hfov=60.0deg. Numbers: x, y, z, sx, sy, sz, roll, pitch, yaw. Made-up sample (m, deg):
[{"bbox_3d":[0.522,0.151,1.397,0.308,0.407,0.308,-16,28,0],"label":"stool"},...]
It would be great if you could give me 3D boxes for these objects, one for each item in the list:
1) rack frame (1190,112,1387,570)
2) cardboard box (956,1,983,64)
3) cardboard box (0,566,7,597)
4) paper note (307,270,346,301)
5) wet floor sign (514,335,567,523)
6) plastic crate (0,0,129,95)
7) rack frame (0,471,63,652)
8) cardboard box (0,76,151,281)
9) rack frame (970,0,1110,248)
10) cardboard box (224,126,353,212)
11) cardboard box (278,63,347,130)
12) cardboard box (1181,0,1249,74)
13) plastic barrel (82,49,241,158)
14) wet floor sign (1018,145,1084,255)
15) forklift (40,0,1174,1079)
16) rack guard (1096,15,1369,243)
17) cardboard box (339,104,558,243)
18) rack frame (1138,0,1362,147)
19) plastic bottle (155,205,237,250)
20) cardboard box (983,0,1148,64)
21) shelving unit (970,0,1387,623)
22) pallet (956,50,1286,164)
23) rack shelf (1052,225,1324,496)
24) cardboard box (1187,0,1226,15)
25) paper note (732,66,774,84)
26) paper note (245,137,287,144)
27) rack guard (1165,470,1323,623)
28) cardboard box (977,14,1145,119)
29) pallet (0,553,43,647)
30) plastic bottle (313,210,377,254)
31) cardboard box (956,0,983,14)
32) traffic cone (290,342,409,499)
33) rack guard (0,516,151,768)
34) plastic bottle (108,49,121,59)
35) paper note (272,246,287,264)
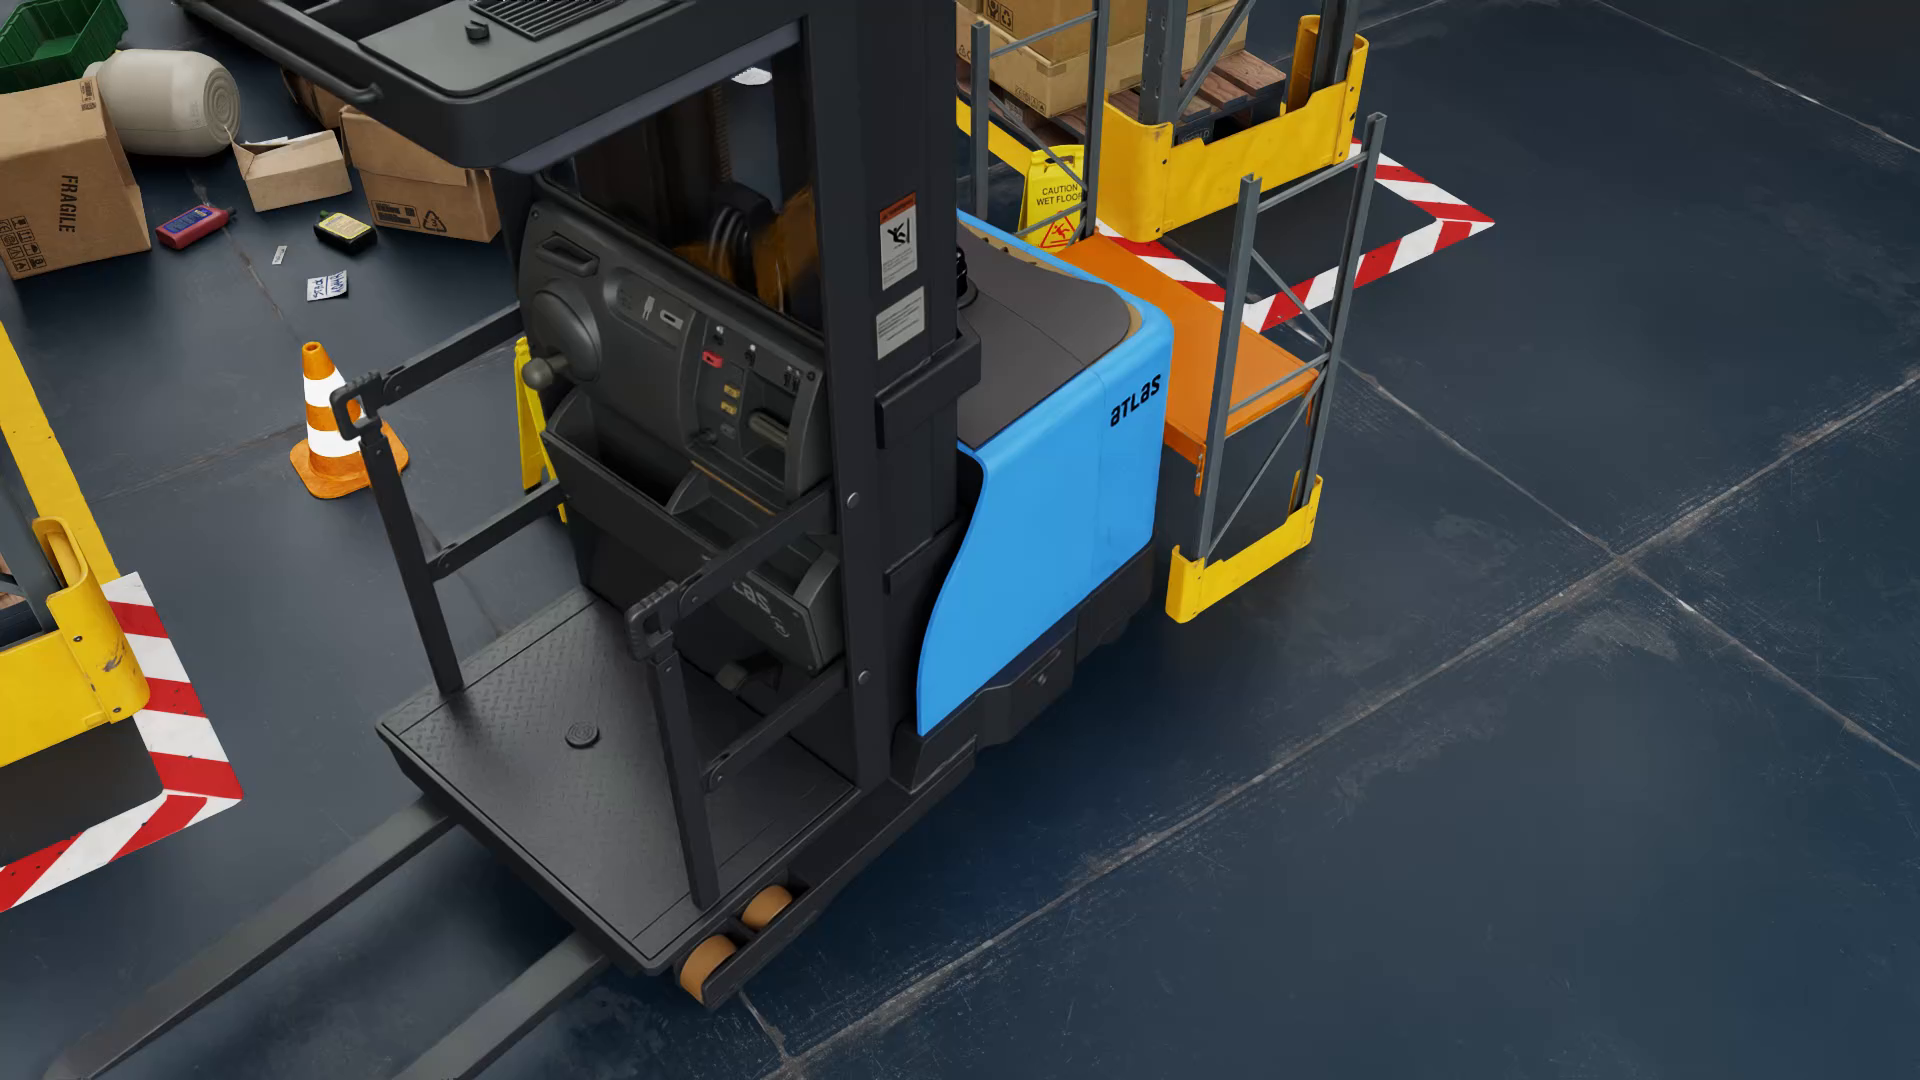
[{"bbox_3d":[0.876,-0.427,4.611,0.500,1.500,0.032,-29,51,-27],"label":"rack frame"},{"bbox_3d":[0.138,-2.312,7.187,0.500,0.250,0.500,-26,49,-24],"label":"cardboard box"},{"bbox_3d":[-3.333,-0.236,4.559,0.875,0.875,0.875,-25,49,-24],"label":"cardboard box"},{"bbox_3d":[-2.372,-0.955,6.229,0.144,0.017,0.142,-10,45,-11],"label":"paper note"},{"bbox_3d":[-1.250,-0.408,5.211,0.267,0.644,0.232,-35,53,-31],"label":"wet floor sign"},{"bbox_3d":[-4.005,-2.182,7.359,0.450,0.188,0.662,-11,44,3],"label":"plastic crate"},{"bbox_3d":[-2.891,-0.494,3.595,1.000,3.000,0.127,-26,49,-24],"label":"rack frame"},{"bbox_3d":[-3.449,-1.383,6.334,0.500,0.500,0.500,-18,46,-18],"label":"cardboard box"},{"bbox_3d":[0.233,-0.971,5.181,0.500,1.500,0.032,-29,51,-27],"label":"rack frame"},{"bbox_3d":[-2.685,-1.525,6.655,0.396,0.266,0.258,-18,46,-18],"label":"cardboard box"},{"bbox_3d":[-2.512,-2.174,7.065,0.797,0.637,0.503,-26,49,-24],"label":"cardboard box"},{"bbox_3d":[0.877,-2.230,7.101,0.500,0.250,0.500,-26,49,-25],"label":"cardboard box"},{"bbox_3d":[-3.272,-1.791,6.820,0.512,0.421,0.421,4,44,4],"label":"plastic barrel"},{"bbox_3d":[0.342,-1.125,5.961,0.267,0.644,0.232,-10,45,-11],"label":"wet floor sign"},{"bbox_3d":[-0.781,-0.330,3.473,1.130,2.935,3.031,32,52,29],"label":"forklift"},{"bbox_3d":[1.068,-1.646,6.612,1.175,0.500,0.348,-26,49,-24],"label":"rack guard"},{"bbox_3d":[-1.970,-1.599,6.560,0.637,0.503,0.797,11,45,11],"label":"cardboard box"},{"bbox_3d":[1.111,-2.507,5.704,1.000,3.000,0.127,-26,49,-24],"label":"rack frame"},{"bbox_3d":[-2.982,-1.239,6.504,0.133,0.061,0.283,26,49,25],"label":"plastic bottle"},{"bbox_3d":[0.439,-2.286,6.617,0.500,0.500,0.500,-25,49,-24],"label":"cardboard box"},{"bbox_3d":[0.549,-0.704,4.901,0.587,1.500,1.083,-29,51,-27],"label":"shelving unit"},{"bbox_3d":[0.632,-2.015,7.208,1.003,0.211,1.213,-26,49,-24],"label":"pallet"},{"bbox_3d":[0.555,-0.569,5.020,0.538,0.185,1.000,-29,51,-27],"label":"rack shelf"},{"bbox_3d":[0.863,-2.515,6.856,0.500,0.500,0.500,-27,50,-26],"label":"cardboard box"},{"bbox_3d":[-0.912,-2.067,7.393,0.148,0.019,0.142,26,49,25],"label":"paper note"},{"bbox_3d":[-2.901,-1.637,6.948,0.172,0.023,0.155,-10,45,-11],"label":"paper note"},{"bbox_3d":[0.864,0.015,5.054,0.587,0.250,0.087,-29,51,-27],"label":"rack guard"},{"bbox_3d":[0.414,-2.029,6.891,0.500,0.250,0.500,-26,49,-25],"label":"cardboard box"},{"bbox_3d":[-3.413,0.092,5.000,1.003,0.211,1.213,-26,49,-24],"label":"pallet"},{"bbox_3d":[-2.413,-1.206,6.469,0.283,0.061,0.133,26,49,25],"label":"plastic bottle"},{"bbox_3d":[0.138,-2.580,6.925,0.500,0.500,0.500,-24,49,-23],"label":"cardboard box"},{"bbox_3d":[-2.030,-0.438,5.374,0.336,0.463,0.334,-26,49,-24],"label":"traffic cone"},{"bbox_3d":[-2.877,0.423,4.444,1.175,0.500,0.348,-26,49,-24],"label":"rack guard"},{"bbox_3d":[-3.783,-2.137,7.444,0.283,0.061,0.133,18,47,18],"label":"plastic bottle"},{"bbox_3d":[-2.615,-1.096,6.390,0.032,0.001,0.123,-3,44,-4],"label":"paper note"}]
